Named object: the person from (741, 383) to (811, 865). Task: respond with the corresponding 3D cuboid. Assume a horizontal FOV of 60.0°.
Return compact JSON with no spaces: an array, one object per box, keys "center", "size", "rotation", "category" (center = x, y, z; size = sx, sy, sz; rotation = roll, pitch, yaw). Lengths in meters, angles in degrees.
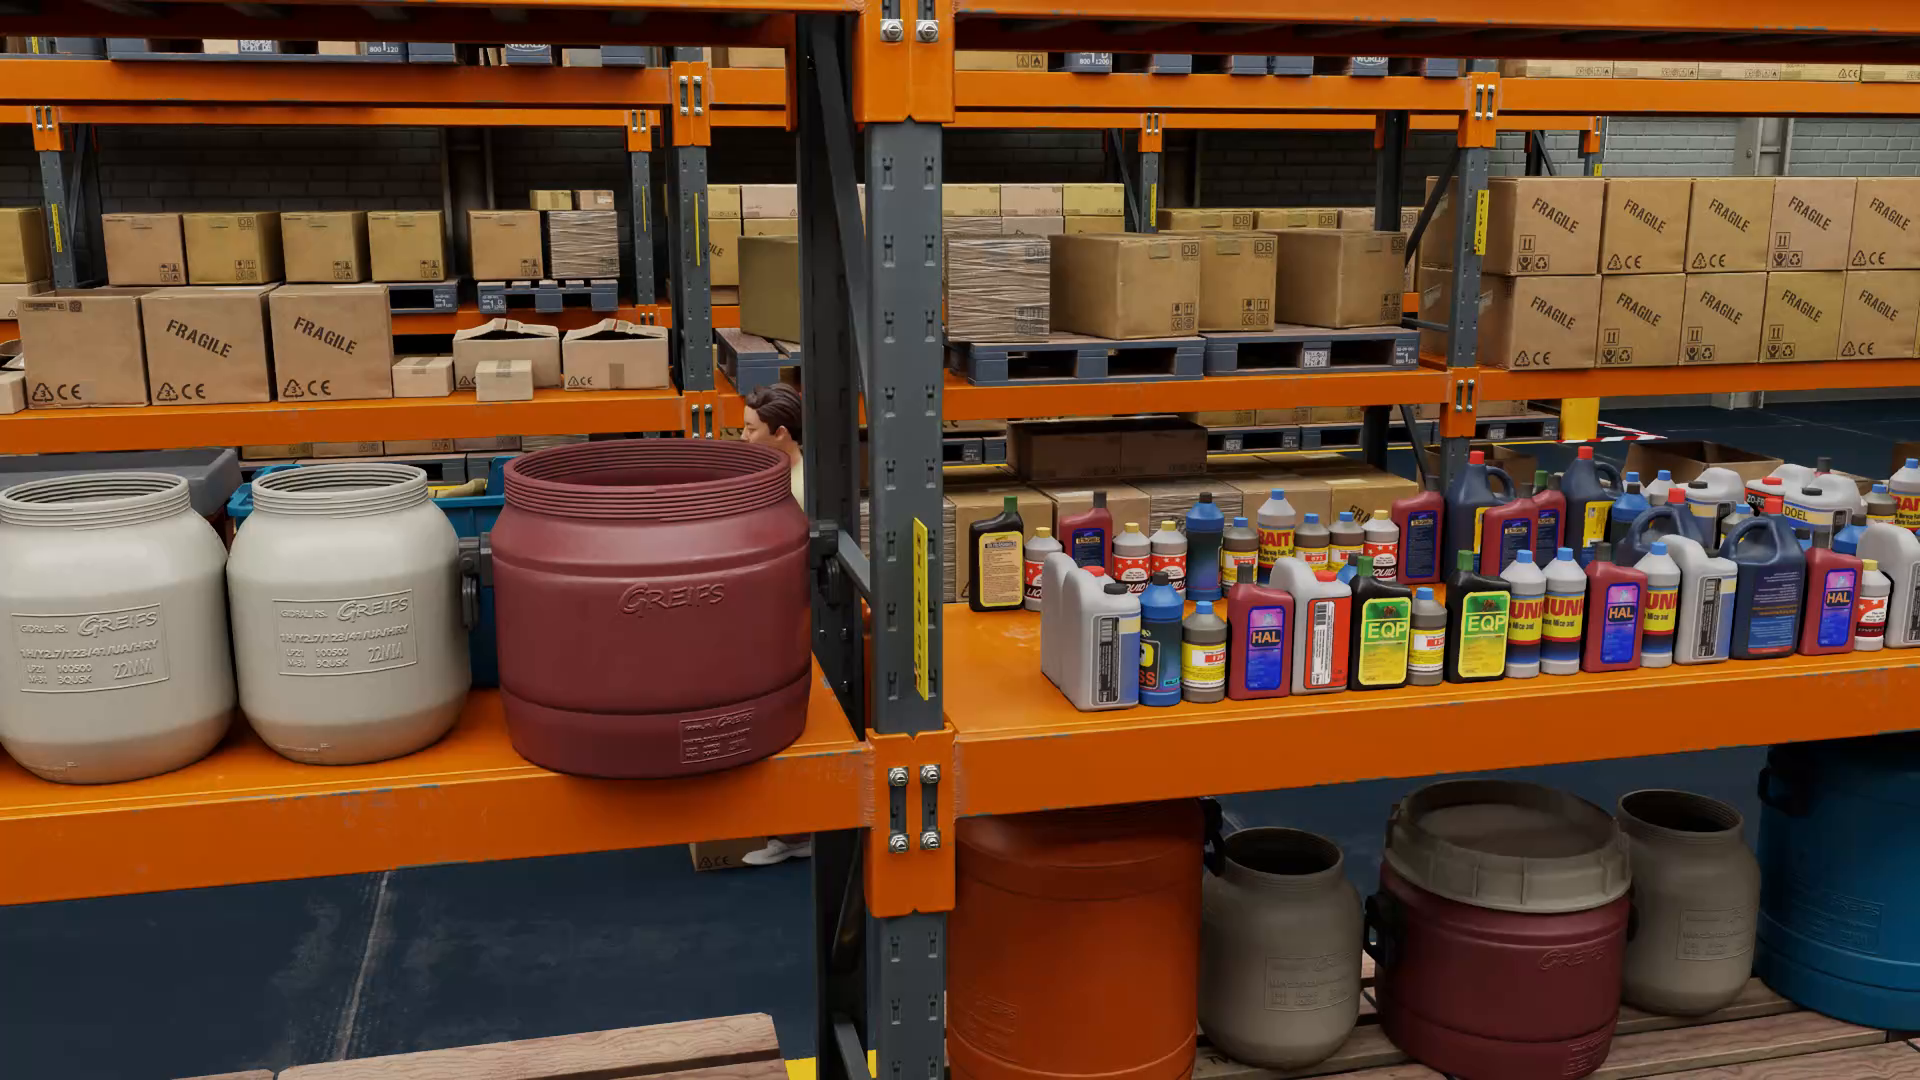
[{"center":[-0.606,0.283,5.744],"size":[0.416,1.671,0.512],"rotation":[-4,13,-16],"category":"person"}]
